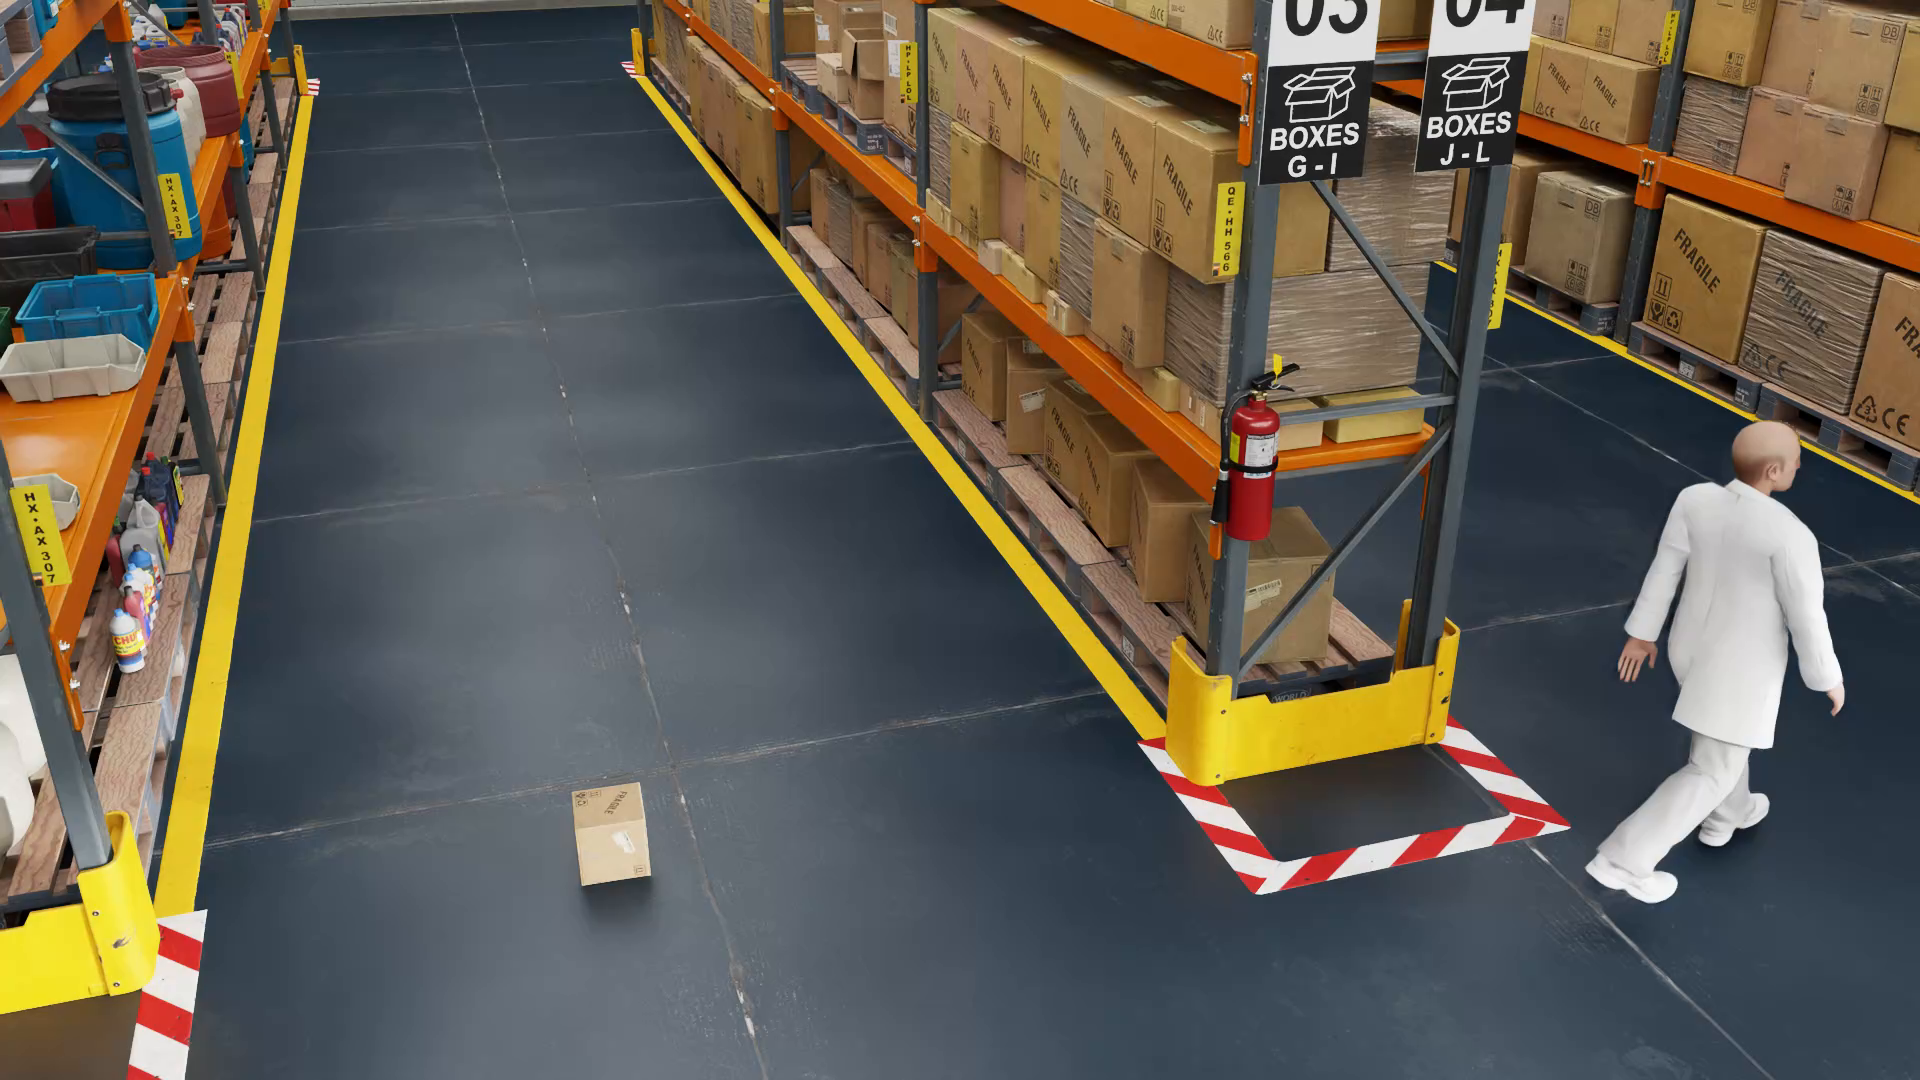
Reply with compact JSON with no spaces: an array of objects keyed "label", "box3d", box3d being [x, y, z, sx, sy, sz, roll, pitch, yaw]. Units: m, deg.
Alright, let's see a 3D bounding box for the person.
[{"label":"person","box3d":[2.649,0.413,5.774,1.086,1.735,0.655,-10,28,-20]}]
